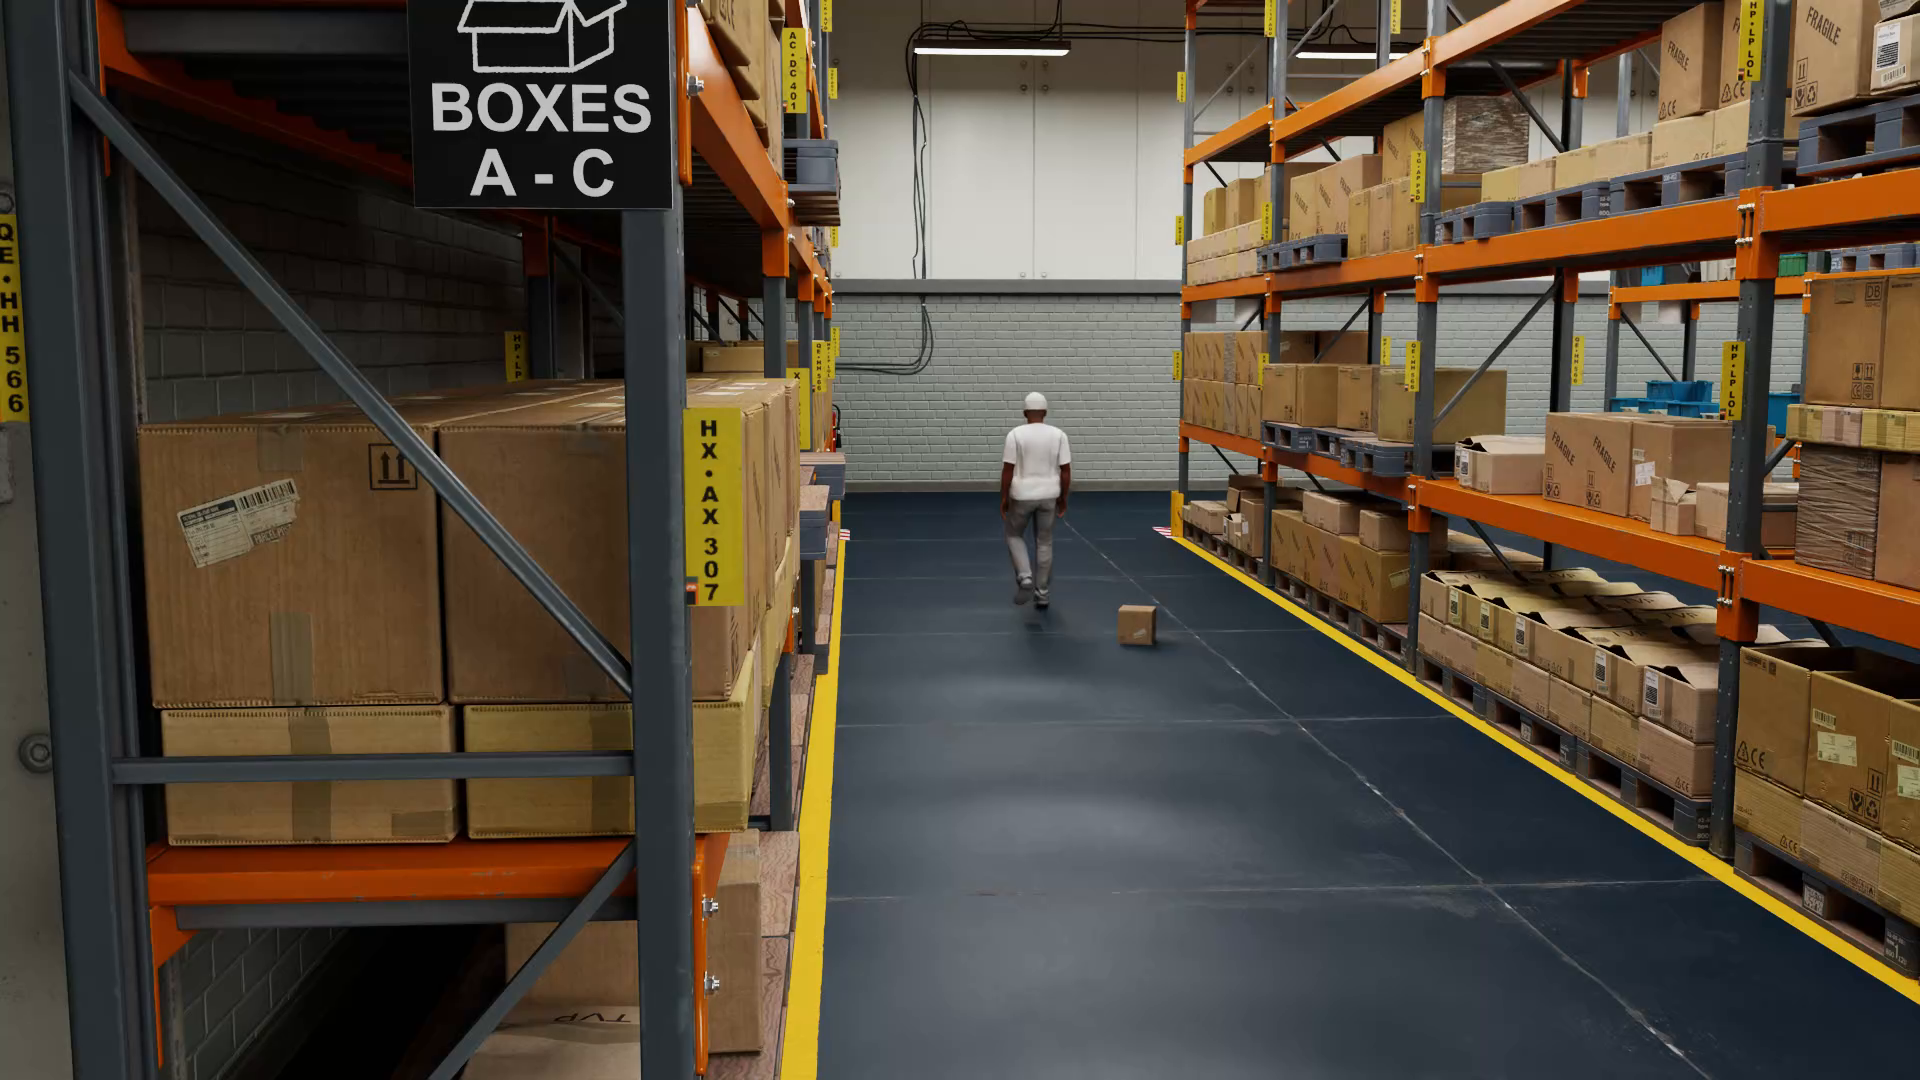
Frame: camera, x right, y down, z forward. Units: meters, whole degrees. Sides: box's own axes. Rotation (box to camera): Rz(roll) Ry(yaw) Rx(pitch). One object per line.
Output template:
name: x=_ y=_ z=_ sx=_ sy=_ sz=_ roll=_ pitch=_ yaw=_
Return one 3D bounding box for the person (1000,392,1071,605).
person: x=0.615 y=-0.337 z=13.875 sx=0.599 sy=1.794 sz=0.468 roll=-1 pitch=7 yaw=-6
